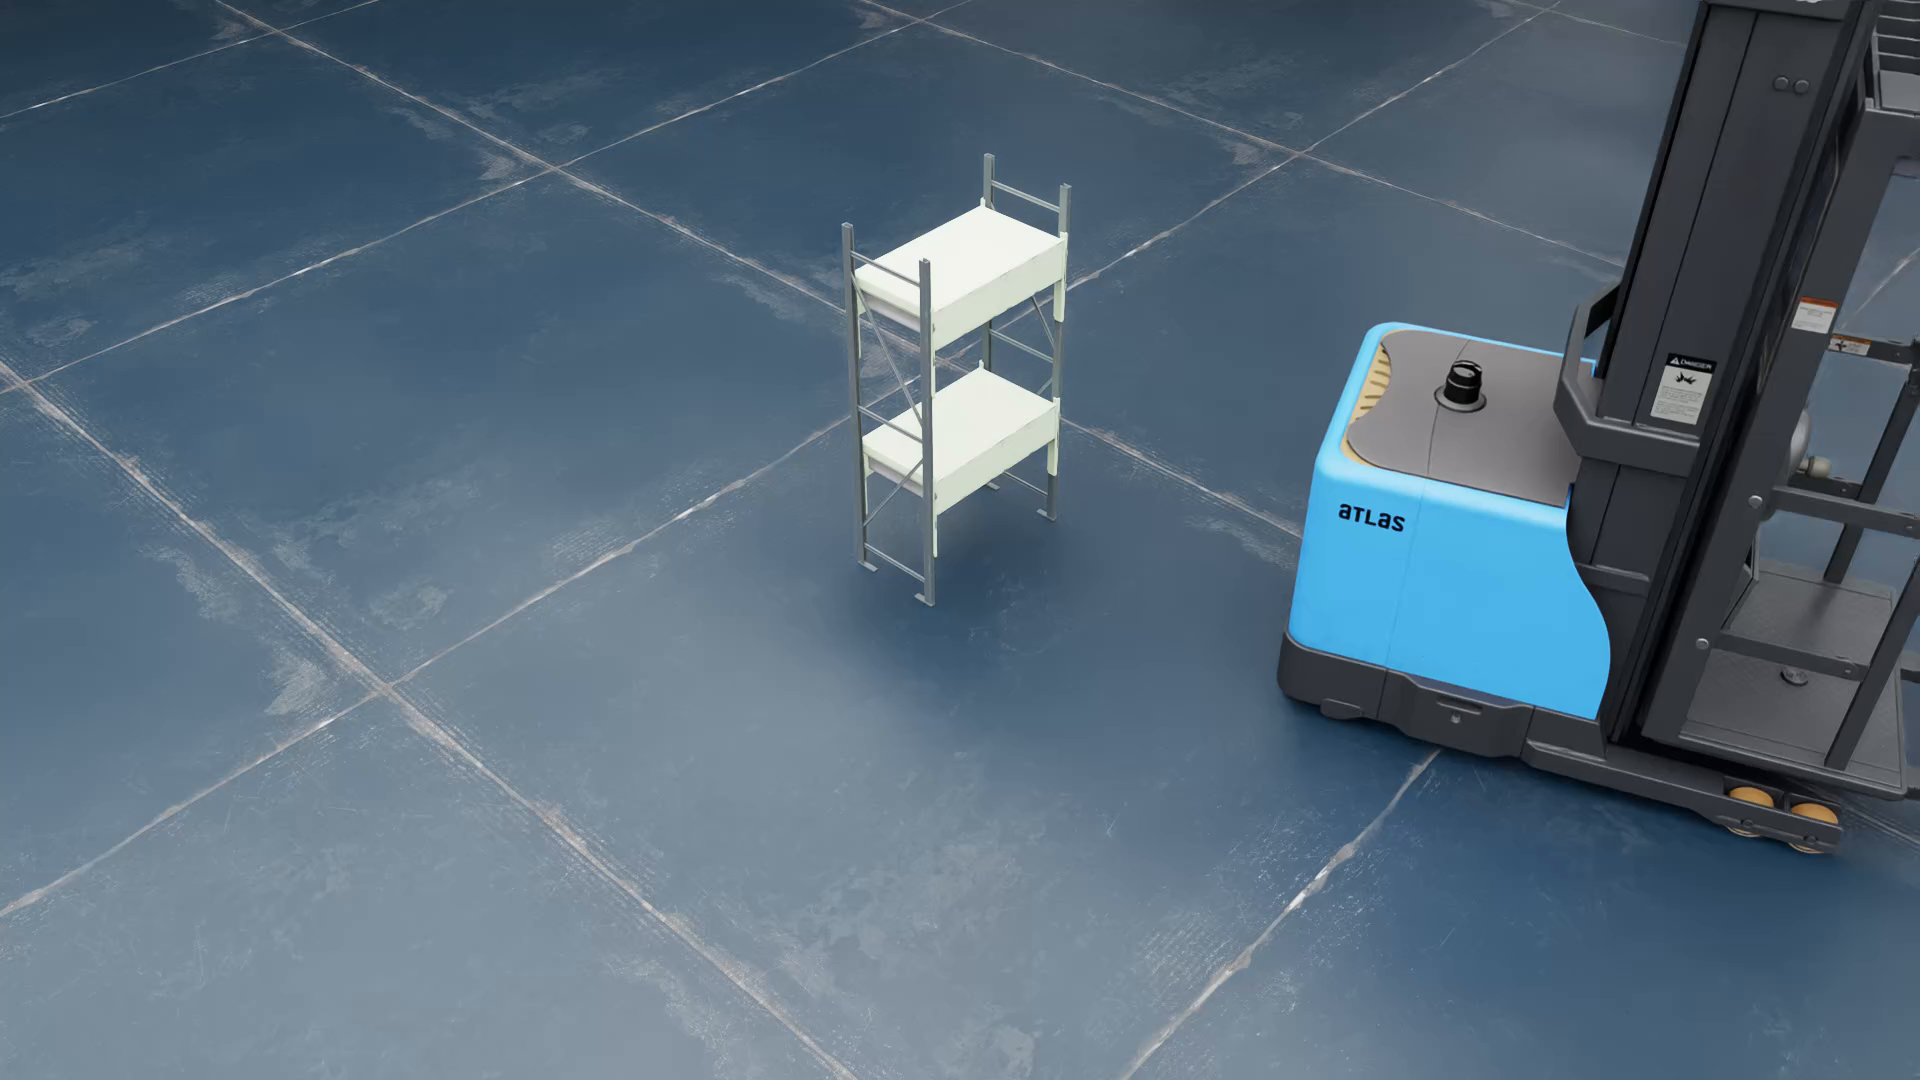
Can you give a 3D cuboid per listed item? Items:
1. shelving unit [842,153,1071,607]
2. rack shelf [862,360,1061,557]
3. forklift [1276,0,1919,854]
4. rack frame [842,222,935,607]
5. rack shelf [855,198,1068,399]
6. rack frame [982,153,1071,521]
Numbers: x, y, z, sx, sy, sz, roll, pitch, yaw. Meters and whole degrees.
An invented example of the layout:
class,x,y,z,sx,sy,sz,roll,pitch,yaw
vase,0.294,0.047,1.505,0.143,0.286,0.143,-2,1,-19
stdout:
class,x,y,z,sx,sy,sz,roll,pitch,yaw
shelving unit,-0.004,-0.584,6.279,0.431,1.500,0.755,30,47,32
rack shelf,-0.004,-0.329,6.482,0.431,0.370,0.720,30,47,32
forklift,2.711,-0.496,5.019,3.031,2.935,1.130,14,41,17
rack frame,-0.251,-0.416,6.068,0.400,1.500,0.023,30,47,32
rack shelf,-0.004,-0.889,6.036,0.431,0.370,0.720,30,47,32
rack frame,0.242,-0.752,6.491,0.400,1.500,0.023,30,47,32
